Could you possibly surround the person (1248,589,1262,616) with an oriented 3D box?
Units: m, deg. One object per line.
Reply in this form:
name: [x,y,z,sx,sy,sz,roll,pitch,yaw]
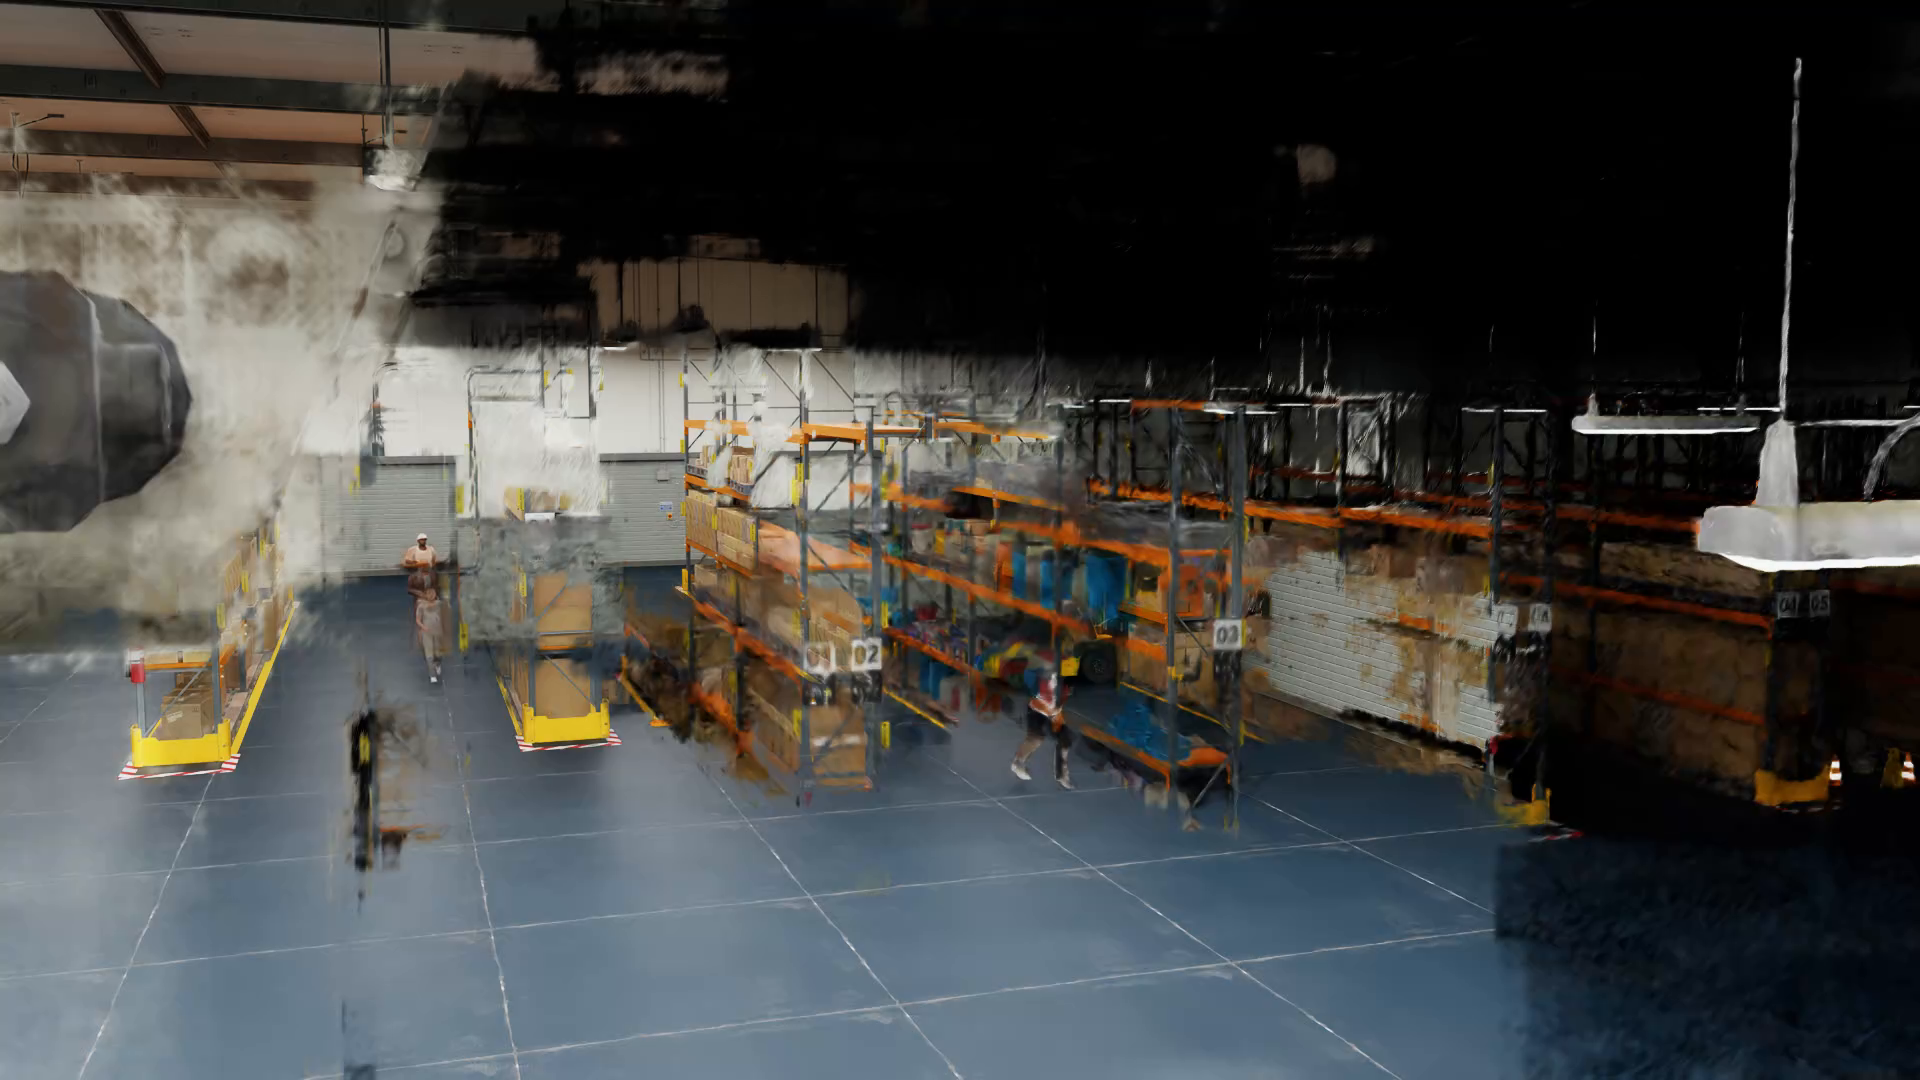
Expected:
person: [-11.510,0.766,35.543,0.662,1.835,0.774,-2,6,-25]
